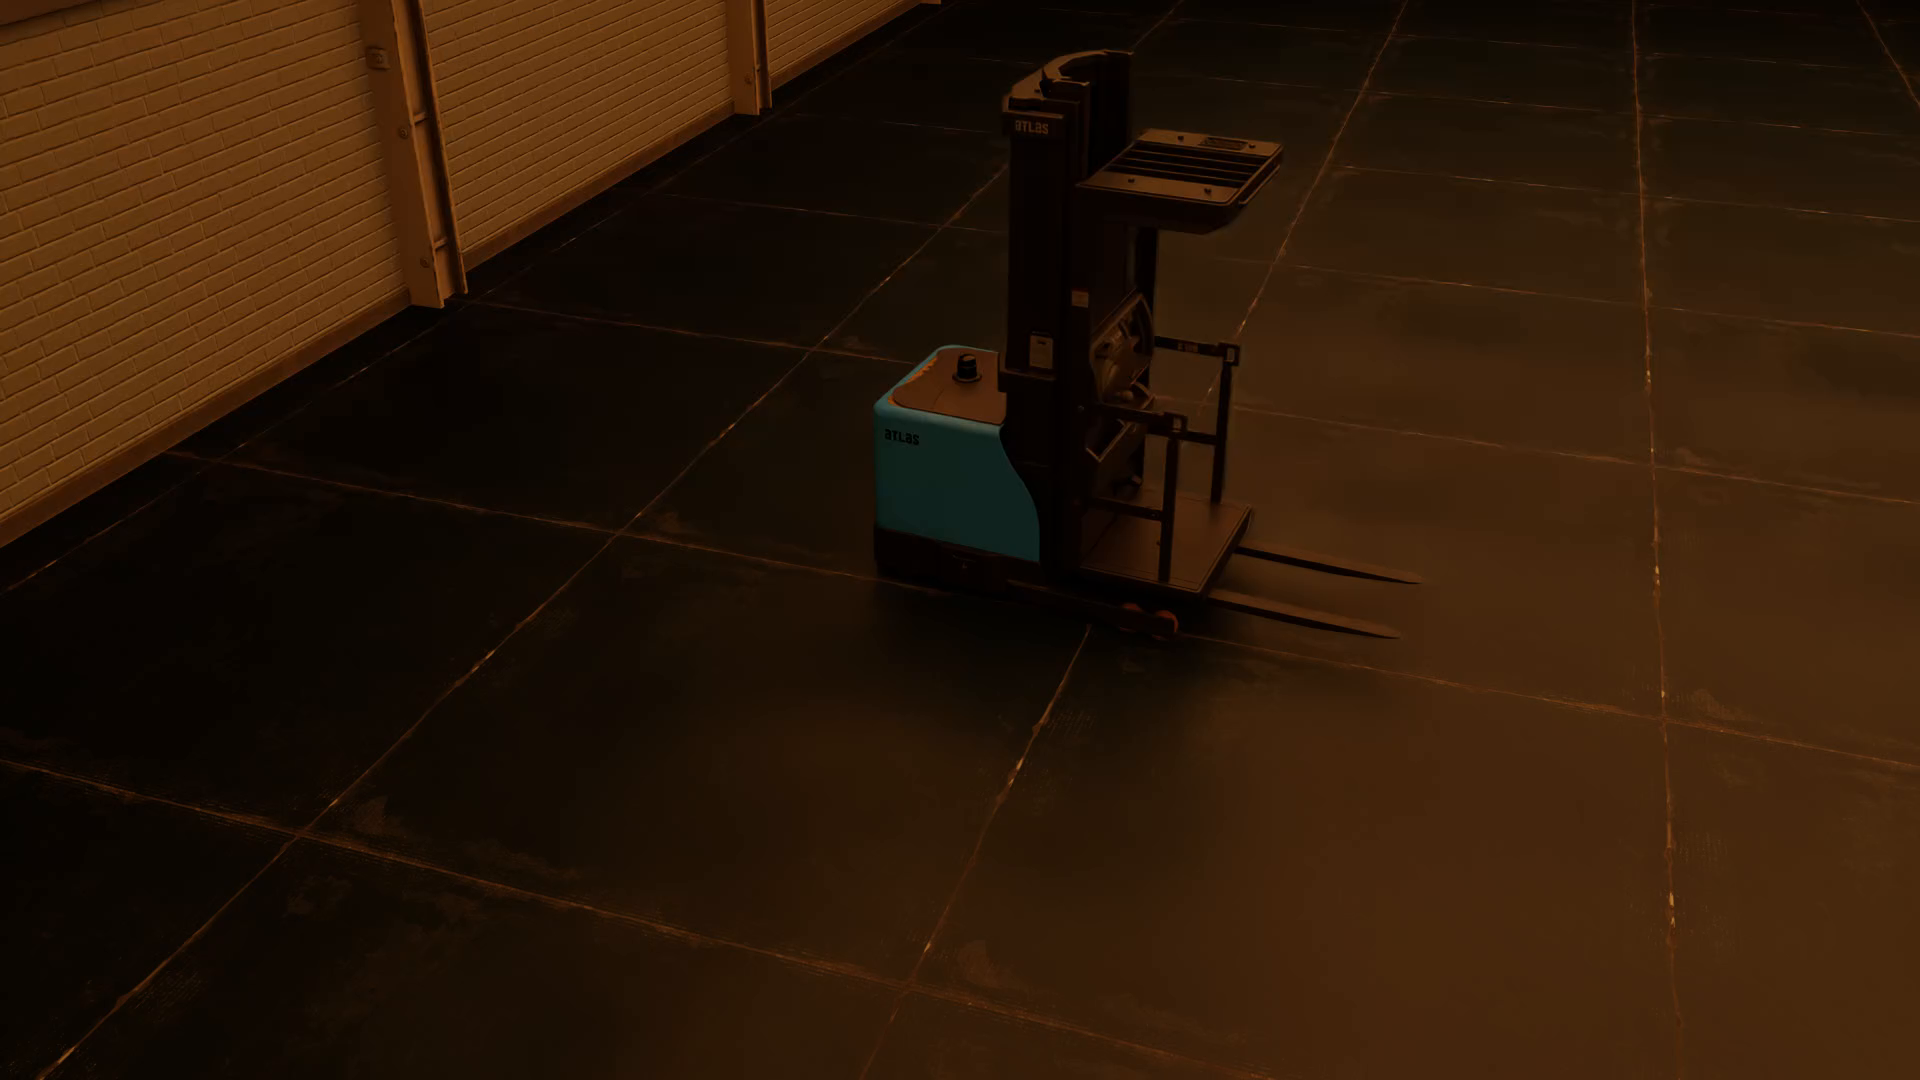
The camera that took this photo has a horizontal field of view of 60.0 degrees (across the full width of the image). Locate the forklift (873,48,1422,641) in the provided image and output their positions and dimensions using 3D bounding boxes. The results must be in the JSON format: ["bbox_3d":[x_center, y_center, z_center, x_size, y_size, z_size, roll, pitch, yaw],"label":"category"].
[{"bbox_3d":[1.059,-1.019,8.925,3.031,2.935,1.130,12,32,21],"label":"forklift"}]
